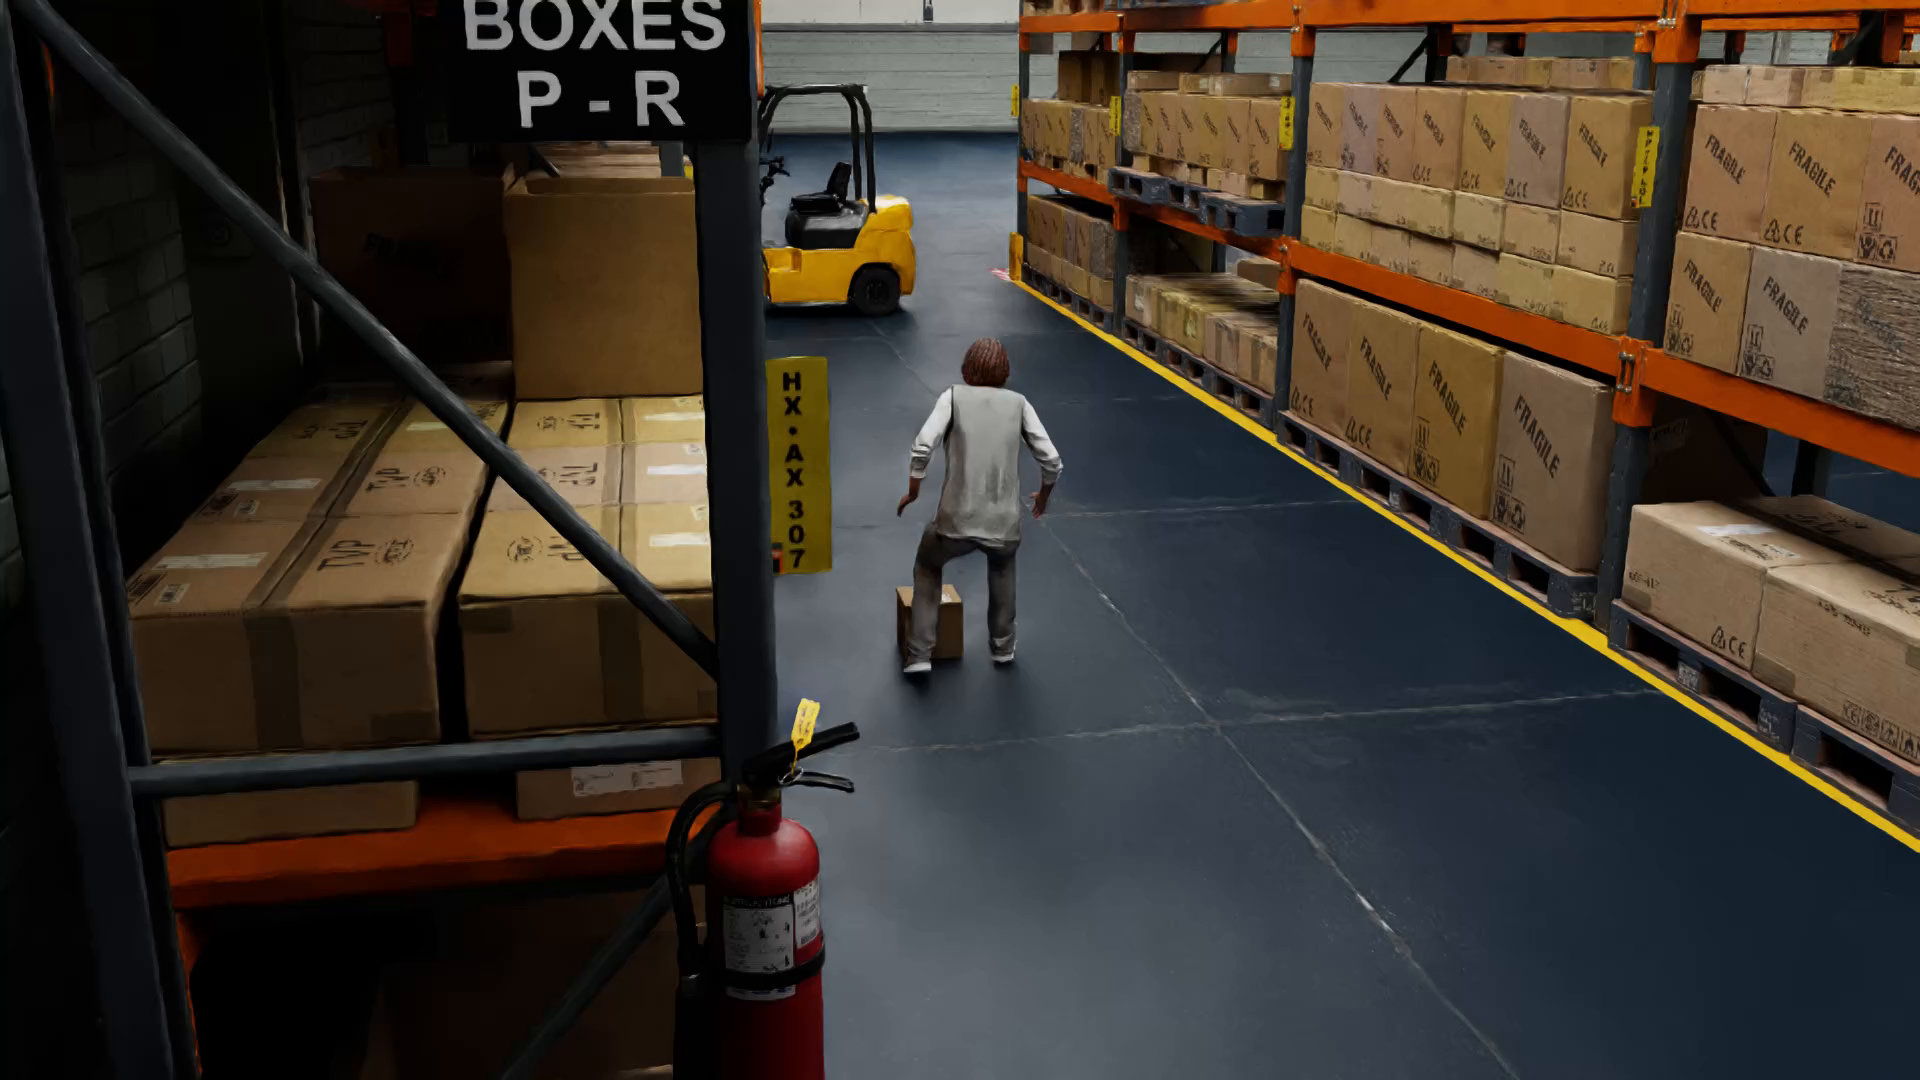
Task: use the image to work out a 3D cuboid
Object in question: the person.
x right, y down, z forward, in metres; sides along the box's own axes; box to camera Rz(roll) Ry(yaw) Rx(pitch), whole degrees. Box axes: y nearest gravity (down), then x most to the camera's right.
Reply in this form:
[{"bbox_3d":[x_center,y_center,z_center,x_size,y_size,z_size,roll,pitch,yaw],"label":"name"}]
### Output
[{"bbox_3d":[0.067,-0.110,6.776,0.656,1.419,0.687,-1,17,-5],"label":"person"}]
